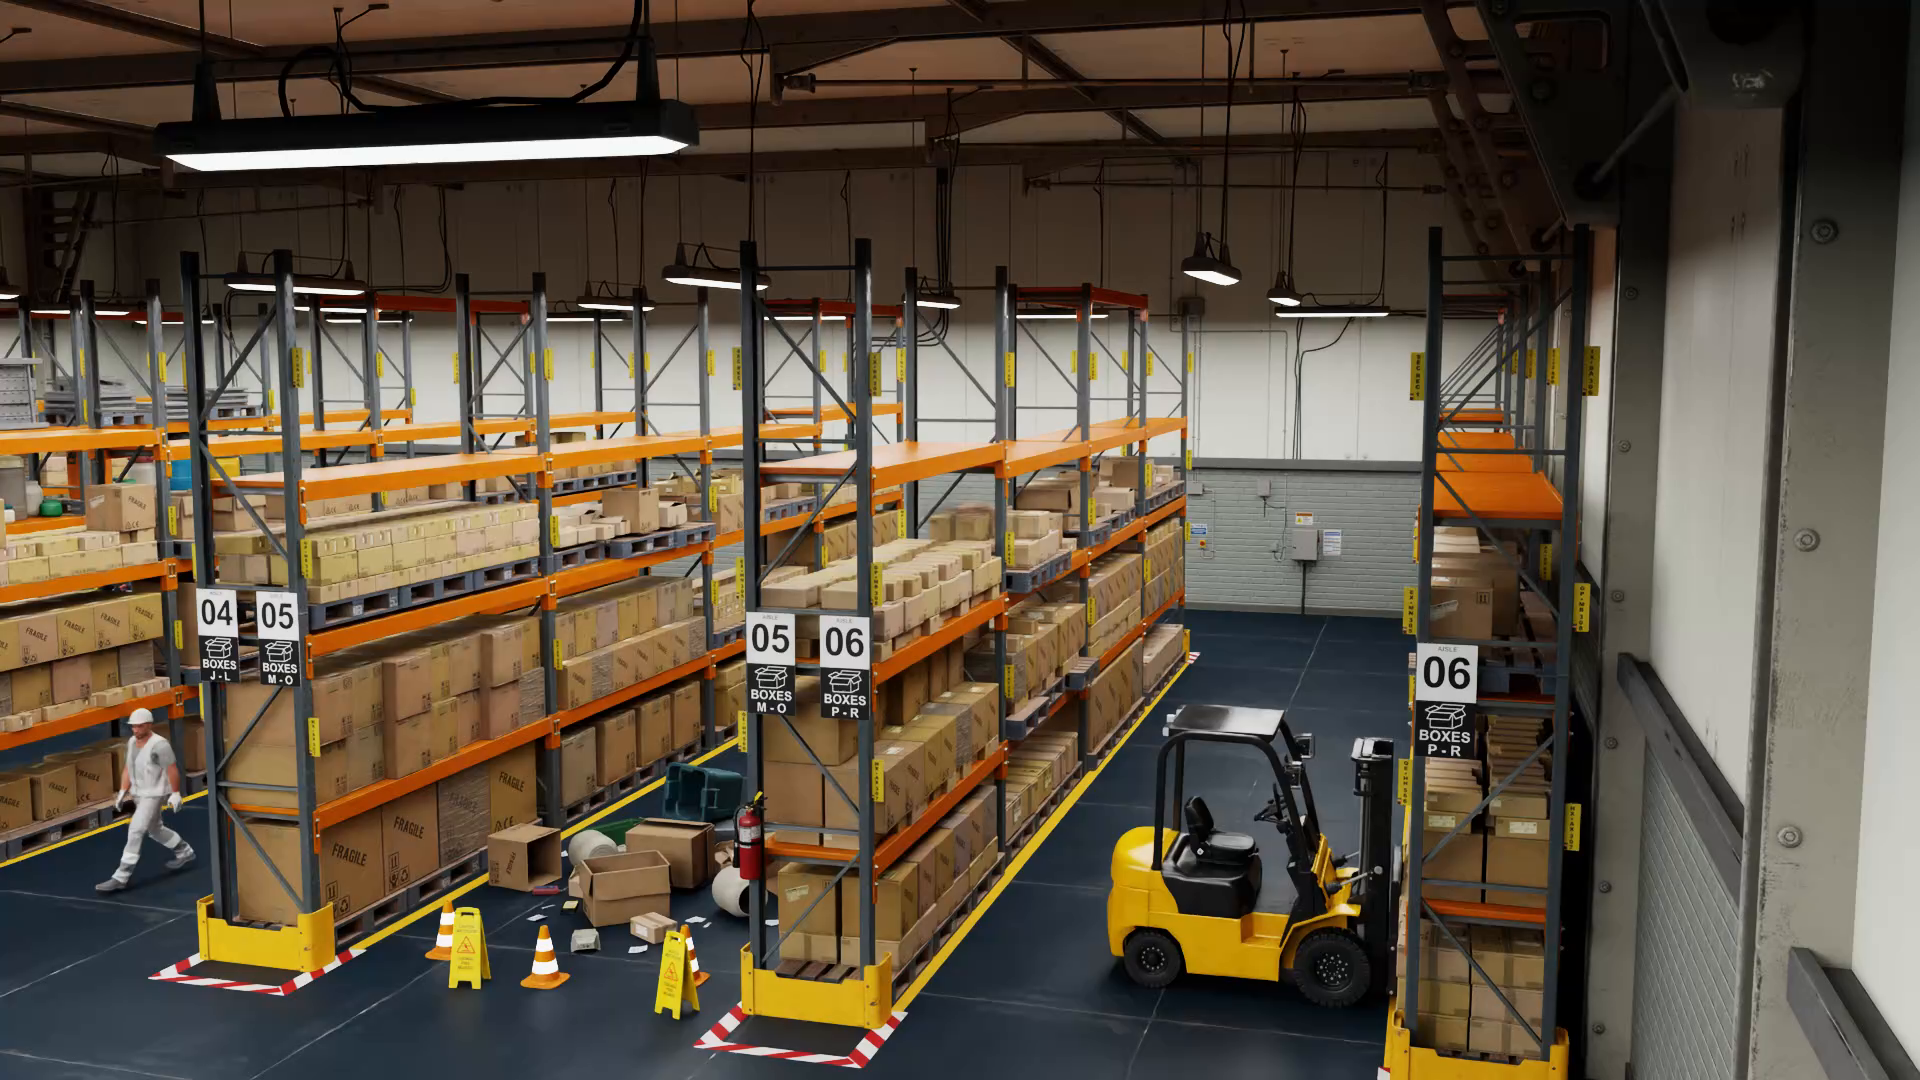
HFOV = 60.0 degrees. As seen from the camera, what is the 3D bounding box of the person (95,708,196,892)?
[{"bbox_3d":[-7.982,2.494,16.249,0.525,1.716,1.091,4,8,32],"label":"person"}]
